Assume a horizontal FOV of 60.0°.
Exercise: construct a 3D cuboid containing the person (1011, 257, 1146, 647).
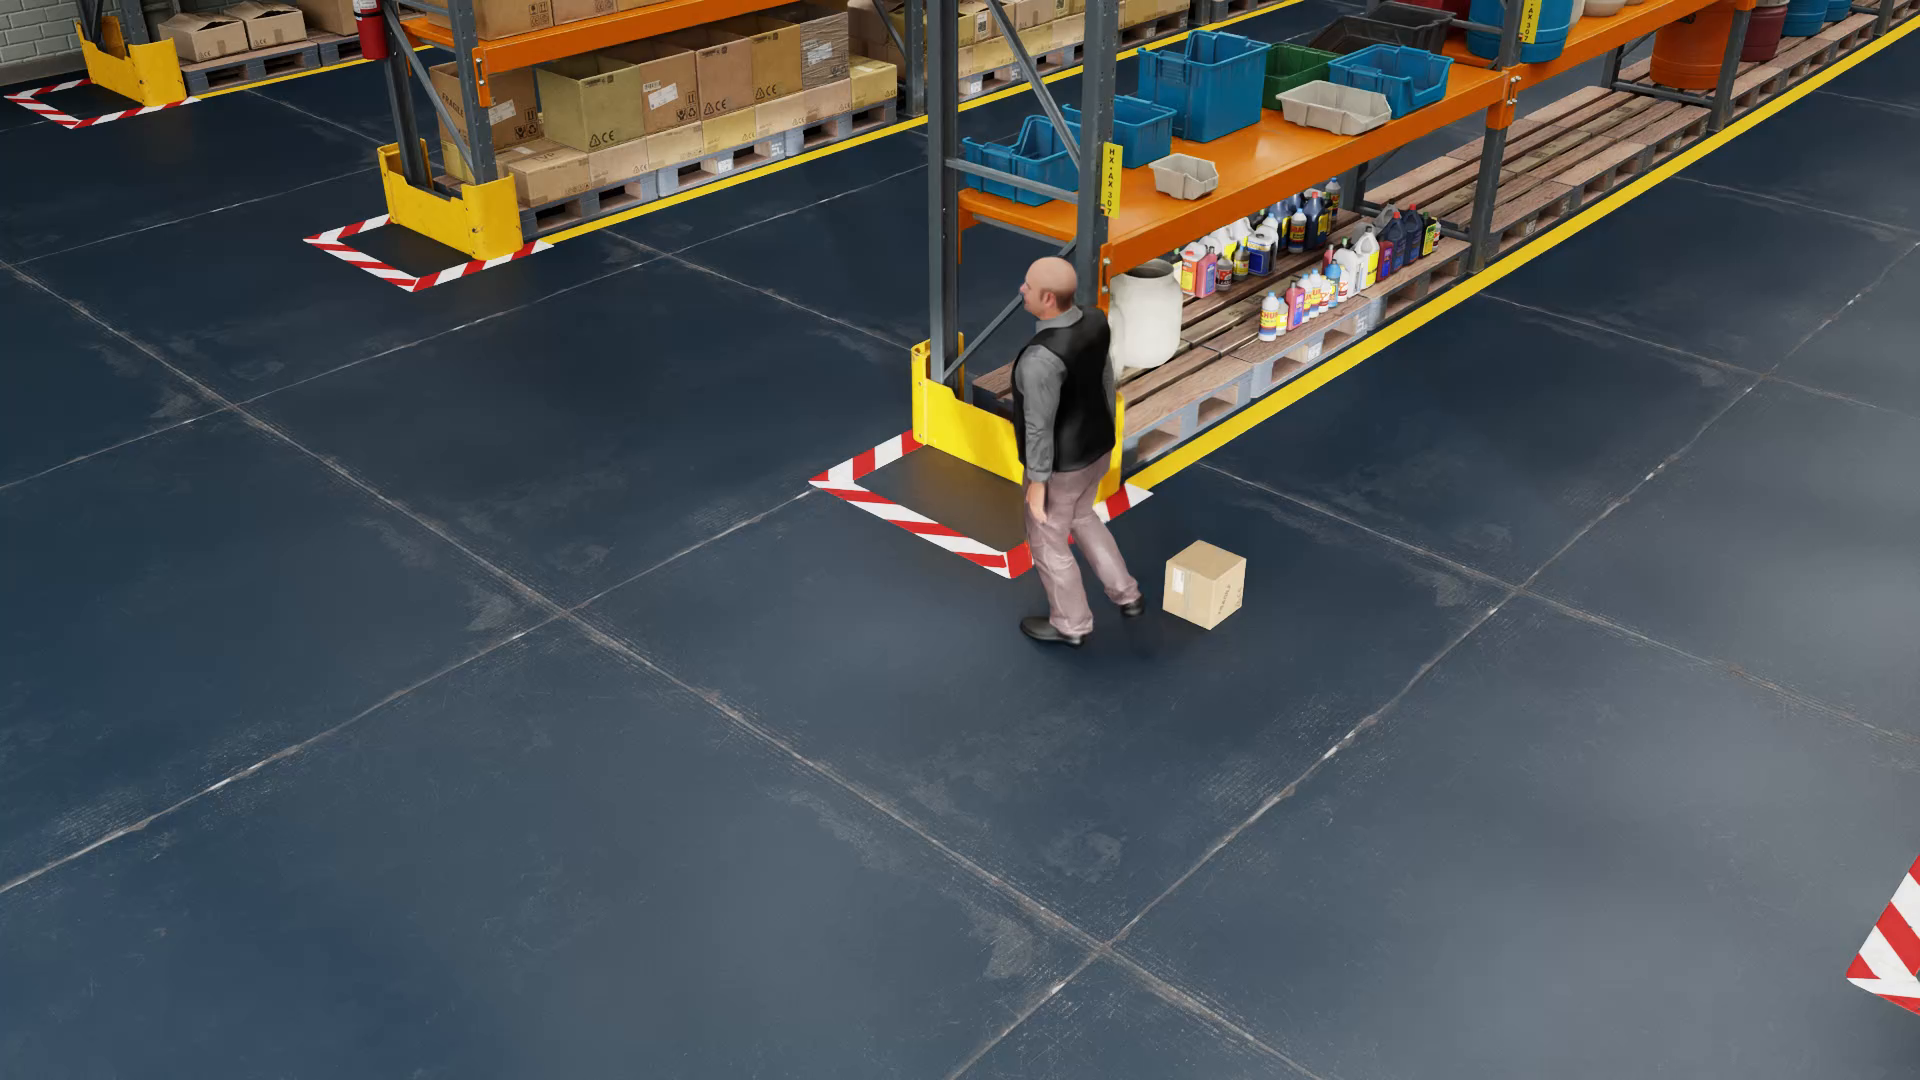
[{"bbox_3d":[0.474,-0.315,6.685,0.505,1.712,0.609,20,37,30],"label":"person"}]
